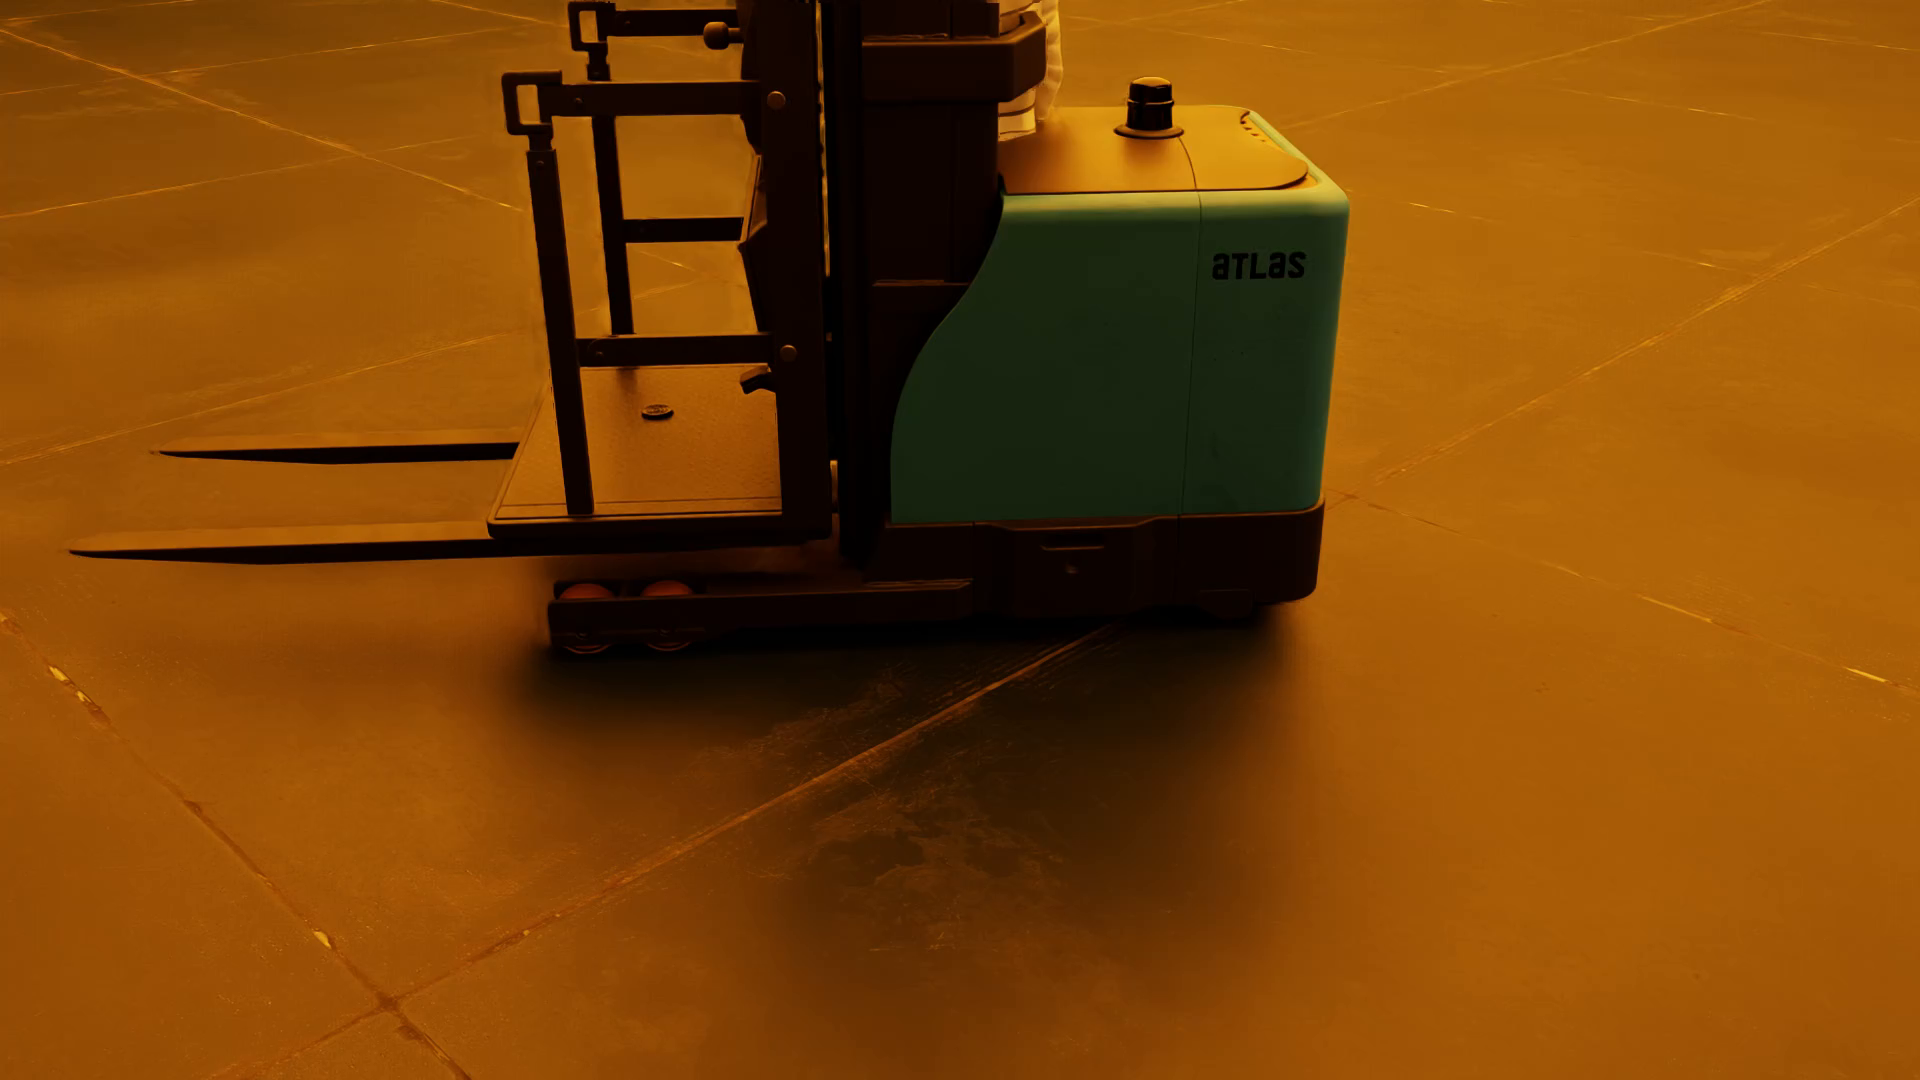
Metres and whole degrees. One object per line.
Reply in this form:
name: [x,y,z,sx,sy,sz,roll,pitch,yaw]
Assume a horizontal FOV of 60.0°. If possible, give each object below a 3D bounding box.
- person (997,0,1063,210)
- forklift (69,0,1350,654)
person: [-0.039,-0.917,4.150,0.590,1.676,0.549,-24,35,-39]
forklift: [-0.652,-1.284,3.832,3.031,2.935,1.130,-2,26,-4]
